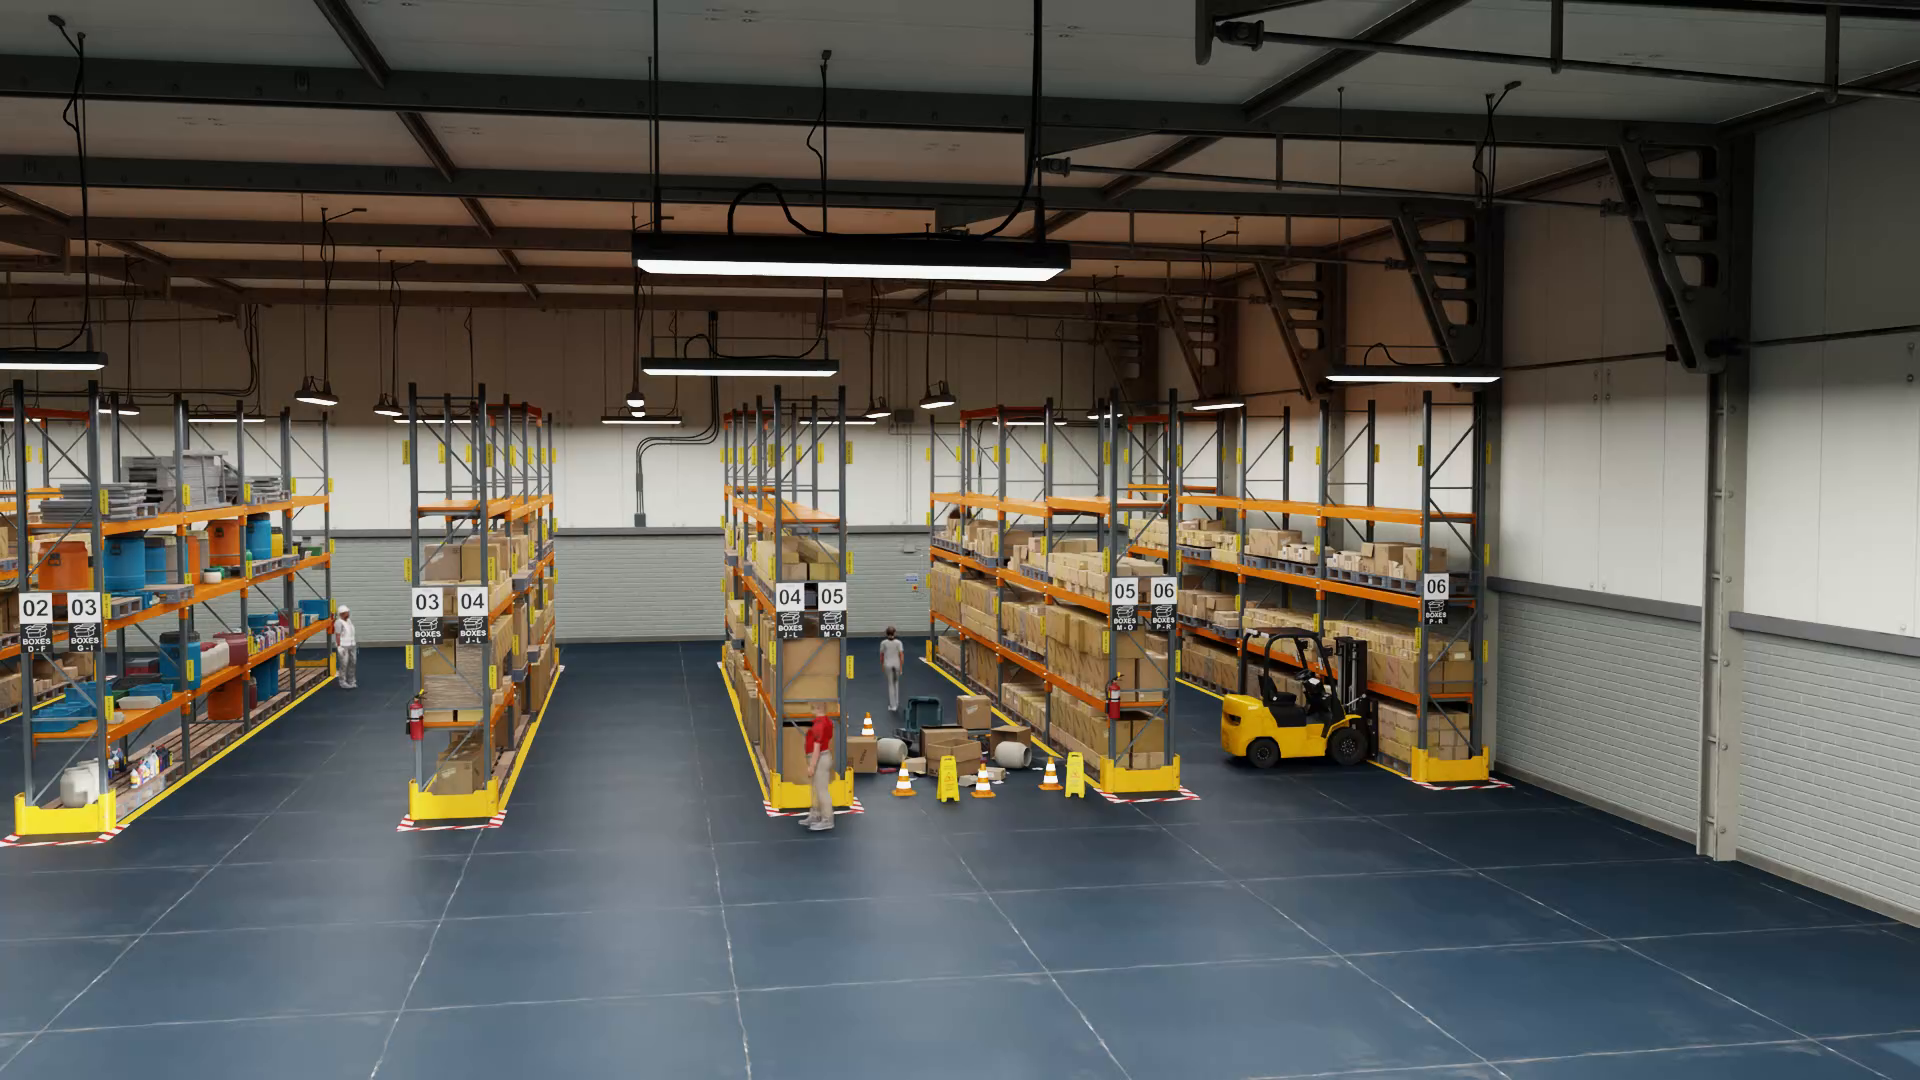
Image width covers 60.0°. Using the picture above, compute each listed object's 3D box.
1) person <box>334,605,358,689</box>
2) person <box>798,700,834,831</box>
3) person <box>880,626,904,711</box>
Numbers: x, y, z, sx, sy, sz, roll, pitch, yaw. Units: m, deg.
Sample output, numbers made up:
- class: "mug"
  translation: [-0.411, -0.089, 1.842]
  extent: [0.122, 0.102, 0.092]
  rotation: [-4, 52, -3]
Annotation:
- class: "person"
  translation: [-13.237, 2.311, 35.875]
  extent: [0.443, 1.805, 0.623]
  rotation: [1, 3, 23]
- class: "person"
  translation: [-1.951, 3.009, 22.287]
  extent: [0.533, 1.740, 0.603]
  rotation: [0, 3, 4]
- class: "person"
  translation: [-1.354, 2.514, 32.538]
  extent: [0.440, 1.692, 0.676]
  rotation: [-1, 3, -17]
